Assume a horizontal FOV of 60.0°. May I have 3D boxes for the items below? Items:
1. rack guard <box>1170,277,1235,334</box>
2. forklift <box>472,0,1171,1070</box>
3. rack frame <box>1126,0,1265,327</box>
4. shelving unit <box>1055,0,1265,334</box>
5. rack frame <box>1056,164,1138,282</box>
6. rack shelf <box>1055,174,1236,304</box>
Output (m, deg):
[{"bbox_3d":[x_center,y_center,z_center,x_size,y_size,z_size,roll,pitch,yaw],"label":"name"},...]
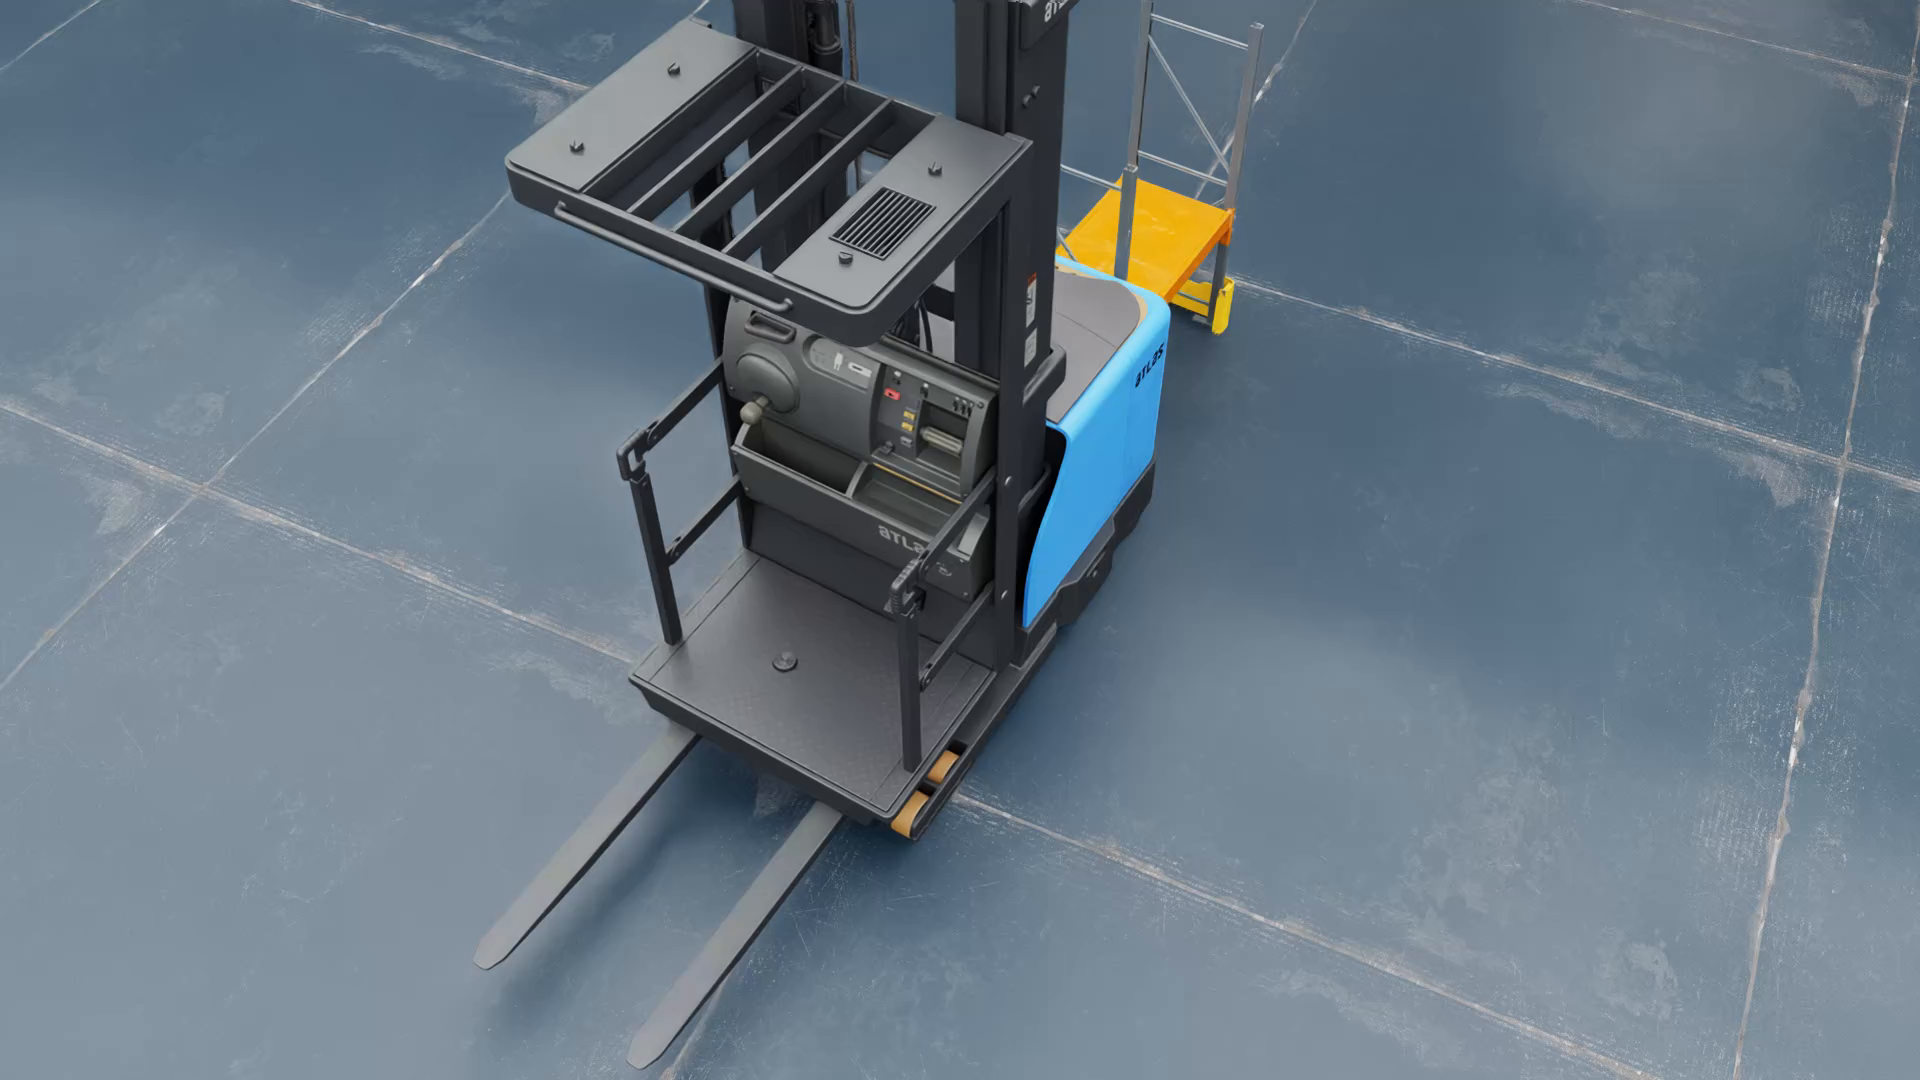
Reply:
[{"bbox_3d":[0.922,-1.129,7.362,0.587,0.250,0.087,25,54,20],"label":"rack guard"},{"bbox_3d":[-0.438,-0.346,4.935,1.130,2.935,3.031,25,54,20],"label":"forklift"},{"bbox_3d":[0.923,-1.535,6.887,0.500,1.500,0.032,25,54,20],"label":"rack frame"},{"bbox_3d":[0.661,-1.211,6.611,0.587,1.500,1.083,25,54,20],"label":"shelving unit"},{"bbox_3d":[0.389,-0.876,6.326,0.500,1.500,0.032,25,54,20],"label":"rack frame"},{"bbox_3d":[0.656,-1.089,6.743,0.538,0.185,1.000,25,54,20],"label":"rack shelf"}]
